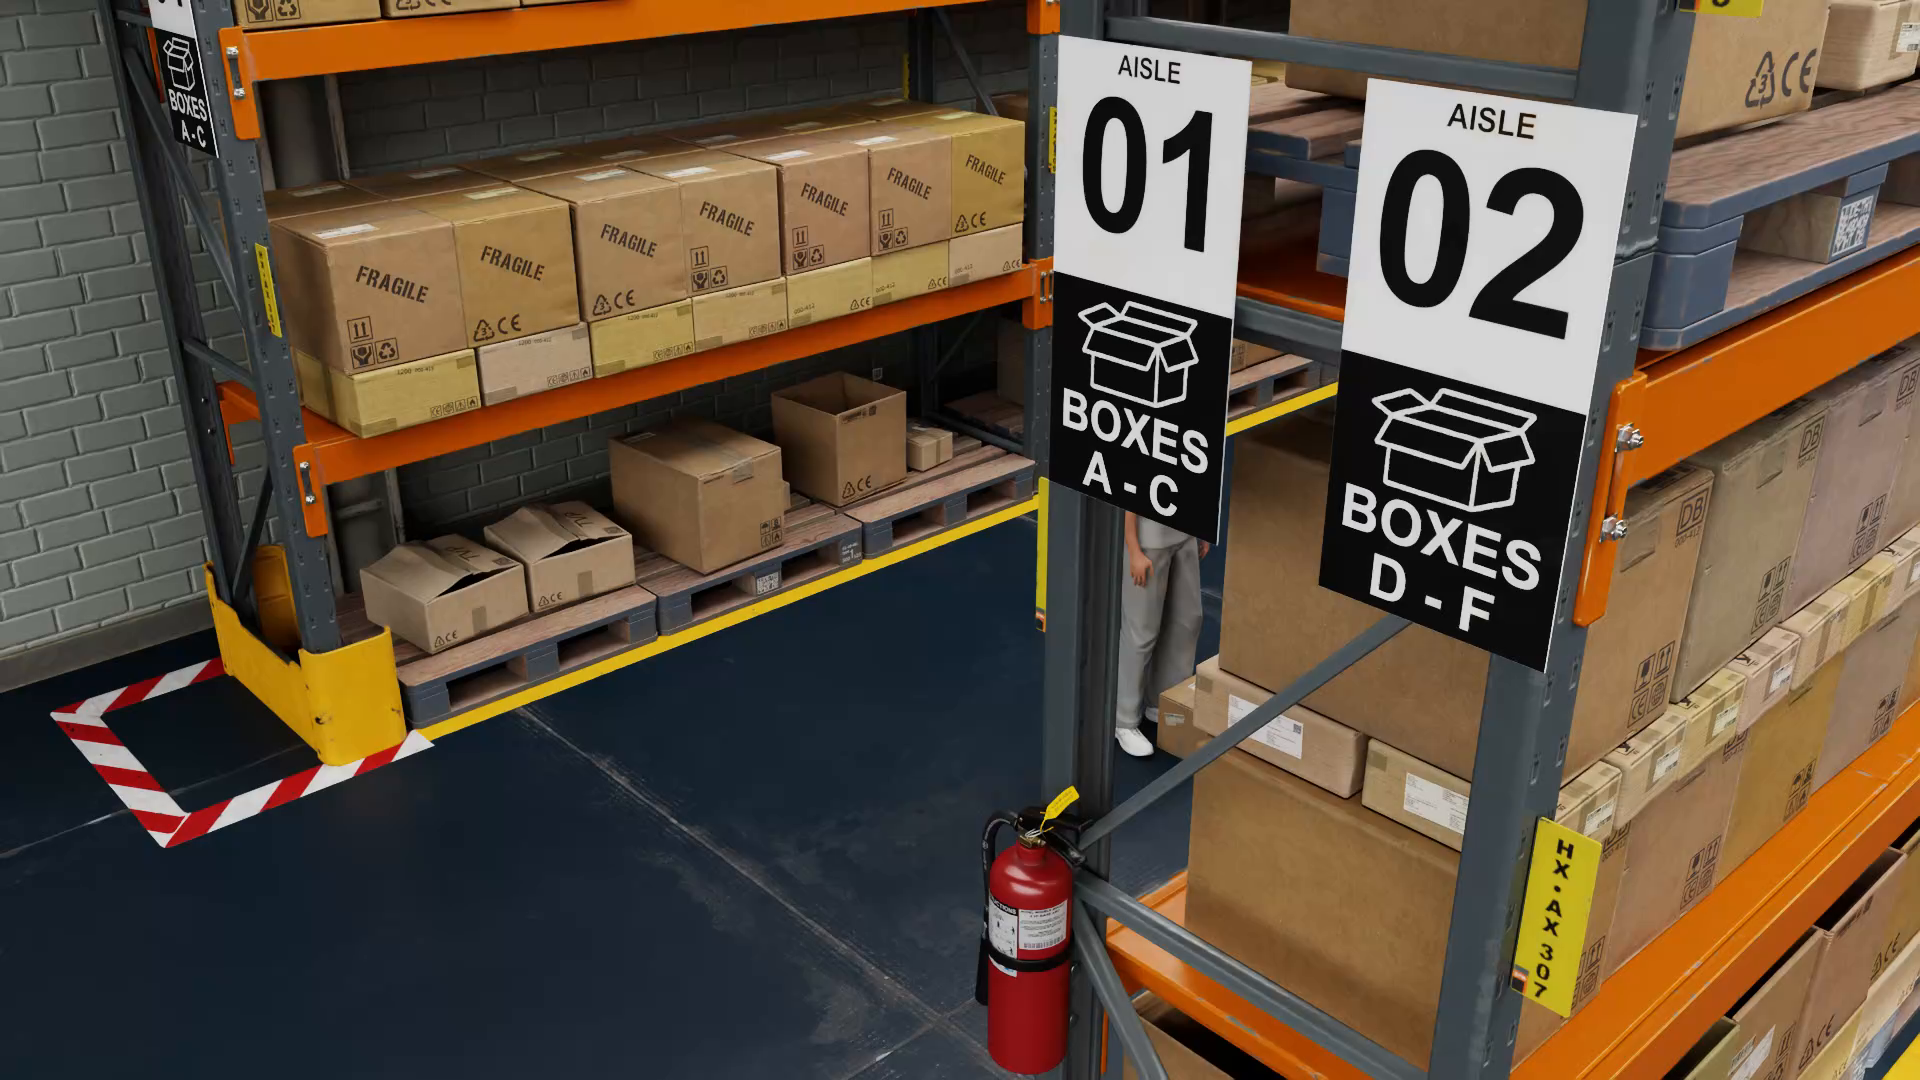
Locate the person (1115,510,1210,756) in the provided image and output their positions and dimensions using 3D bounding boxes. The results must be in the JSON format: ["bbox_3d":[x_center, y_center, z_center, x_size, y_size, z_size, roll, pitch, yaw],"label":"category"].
[{"bbox_3d":[0.822,0.018,6.566,0.407,1.673,0.511,22,33,40],"label":"person"}]
